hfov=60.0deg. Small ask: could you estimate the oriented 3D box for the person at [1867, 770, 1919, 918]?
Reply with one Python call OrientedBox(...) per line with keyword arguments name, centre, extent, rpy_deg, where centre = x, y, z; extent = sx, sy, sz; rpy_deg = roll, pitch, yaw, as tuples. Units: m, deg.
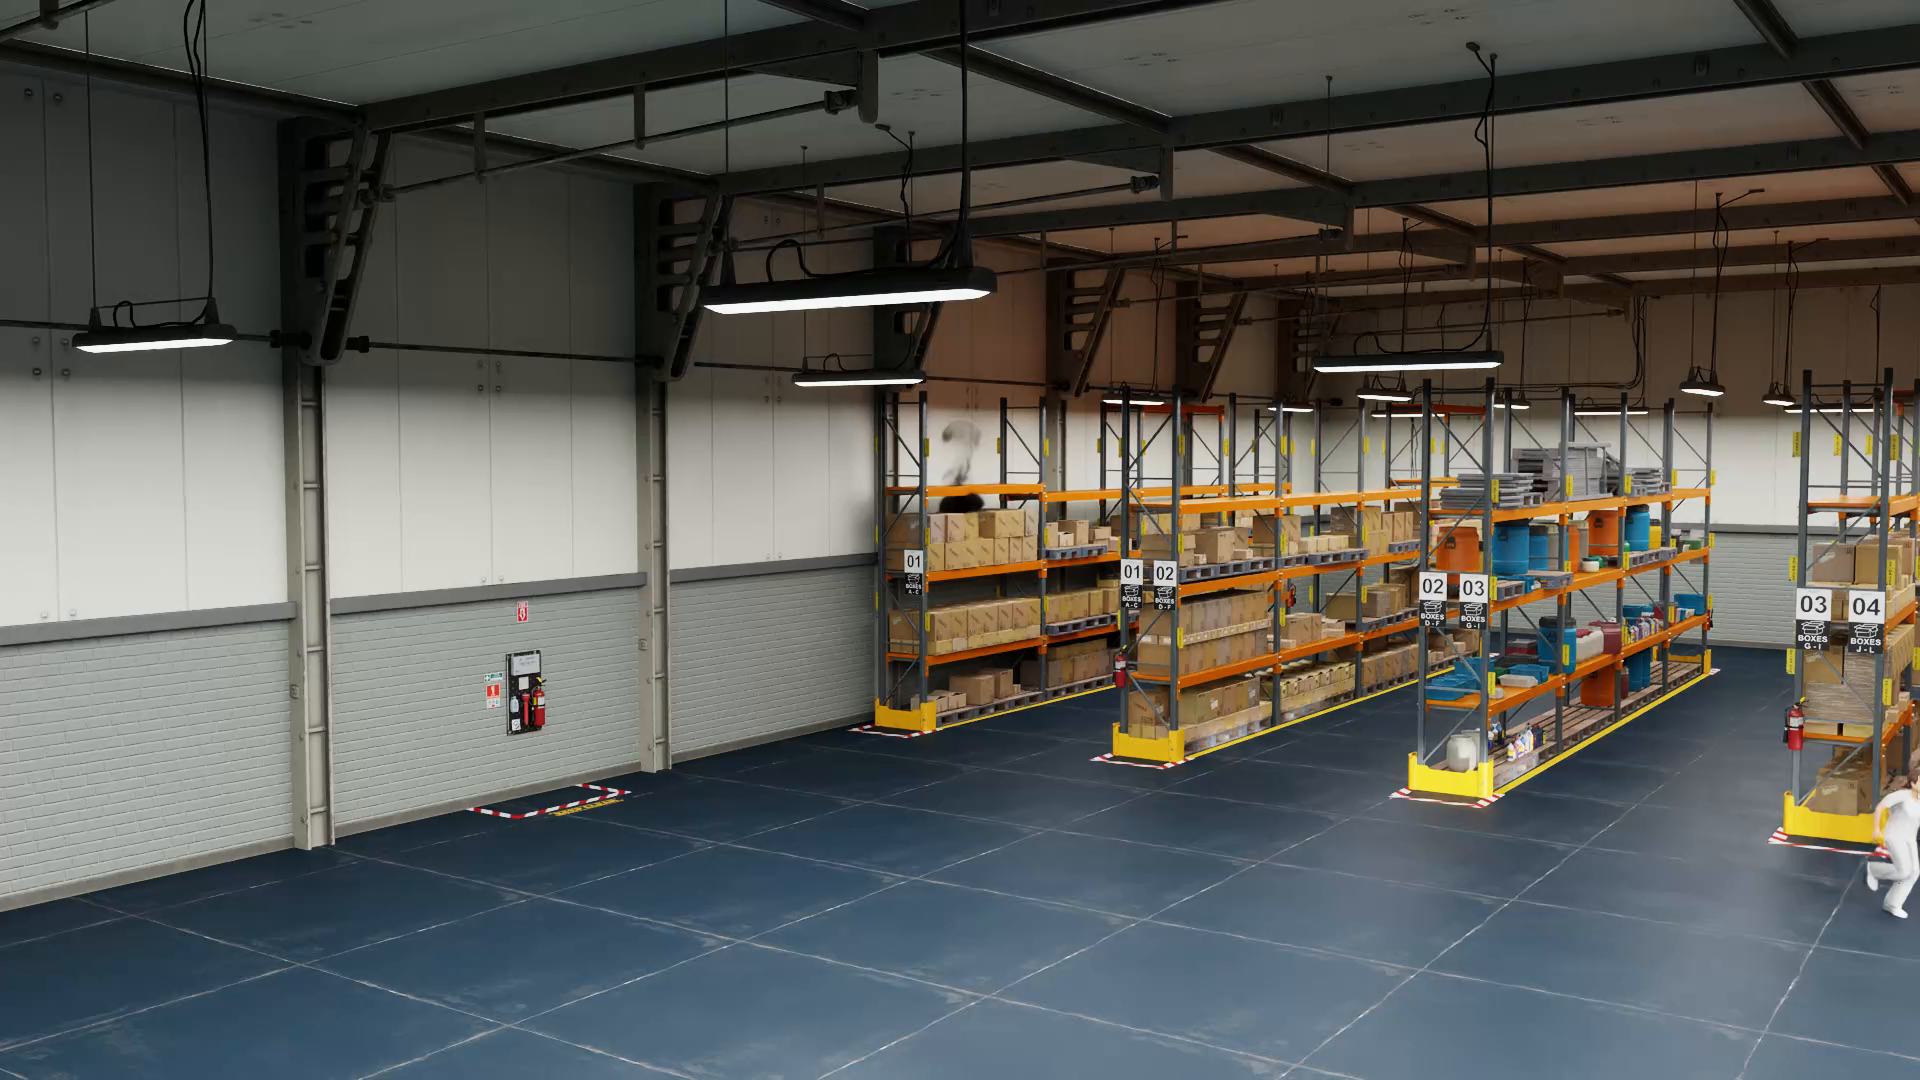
OrientedBox(name="person", centre=(10.096, 3.230, 17.890), extent=(0.555, 1.601, 0.709), rpy_deg=(-1, 3, -21))
